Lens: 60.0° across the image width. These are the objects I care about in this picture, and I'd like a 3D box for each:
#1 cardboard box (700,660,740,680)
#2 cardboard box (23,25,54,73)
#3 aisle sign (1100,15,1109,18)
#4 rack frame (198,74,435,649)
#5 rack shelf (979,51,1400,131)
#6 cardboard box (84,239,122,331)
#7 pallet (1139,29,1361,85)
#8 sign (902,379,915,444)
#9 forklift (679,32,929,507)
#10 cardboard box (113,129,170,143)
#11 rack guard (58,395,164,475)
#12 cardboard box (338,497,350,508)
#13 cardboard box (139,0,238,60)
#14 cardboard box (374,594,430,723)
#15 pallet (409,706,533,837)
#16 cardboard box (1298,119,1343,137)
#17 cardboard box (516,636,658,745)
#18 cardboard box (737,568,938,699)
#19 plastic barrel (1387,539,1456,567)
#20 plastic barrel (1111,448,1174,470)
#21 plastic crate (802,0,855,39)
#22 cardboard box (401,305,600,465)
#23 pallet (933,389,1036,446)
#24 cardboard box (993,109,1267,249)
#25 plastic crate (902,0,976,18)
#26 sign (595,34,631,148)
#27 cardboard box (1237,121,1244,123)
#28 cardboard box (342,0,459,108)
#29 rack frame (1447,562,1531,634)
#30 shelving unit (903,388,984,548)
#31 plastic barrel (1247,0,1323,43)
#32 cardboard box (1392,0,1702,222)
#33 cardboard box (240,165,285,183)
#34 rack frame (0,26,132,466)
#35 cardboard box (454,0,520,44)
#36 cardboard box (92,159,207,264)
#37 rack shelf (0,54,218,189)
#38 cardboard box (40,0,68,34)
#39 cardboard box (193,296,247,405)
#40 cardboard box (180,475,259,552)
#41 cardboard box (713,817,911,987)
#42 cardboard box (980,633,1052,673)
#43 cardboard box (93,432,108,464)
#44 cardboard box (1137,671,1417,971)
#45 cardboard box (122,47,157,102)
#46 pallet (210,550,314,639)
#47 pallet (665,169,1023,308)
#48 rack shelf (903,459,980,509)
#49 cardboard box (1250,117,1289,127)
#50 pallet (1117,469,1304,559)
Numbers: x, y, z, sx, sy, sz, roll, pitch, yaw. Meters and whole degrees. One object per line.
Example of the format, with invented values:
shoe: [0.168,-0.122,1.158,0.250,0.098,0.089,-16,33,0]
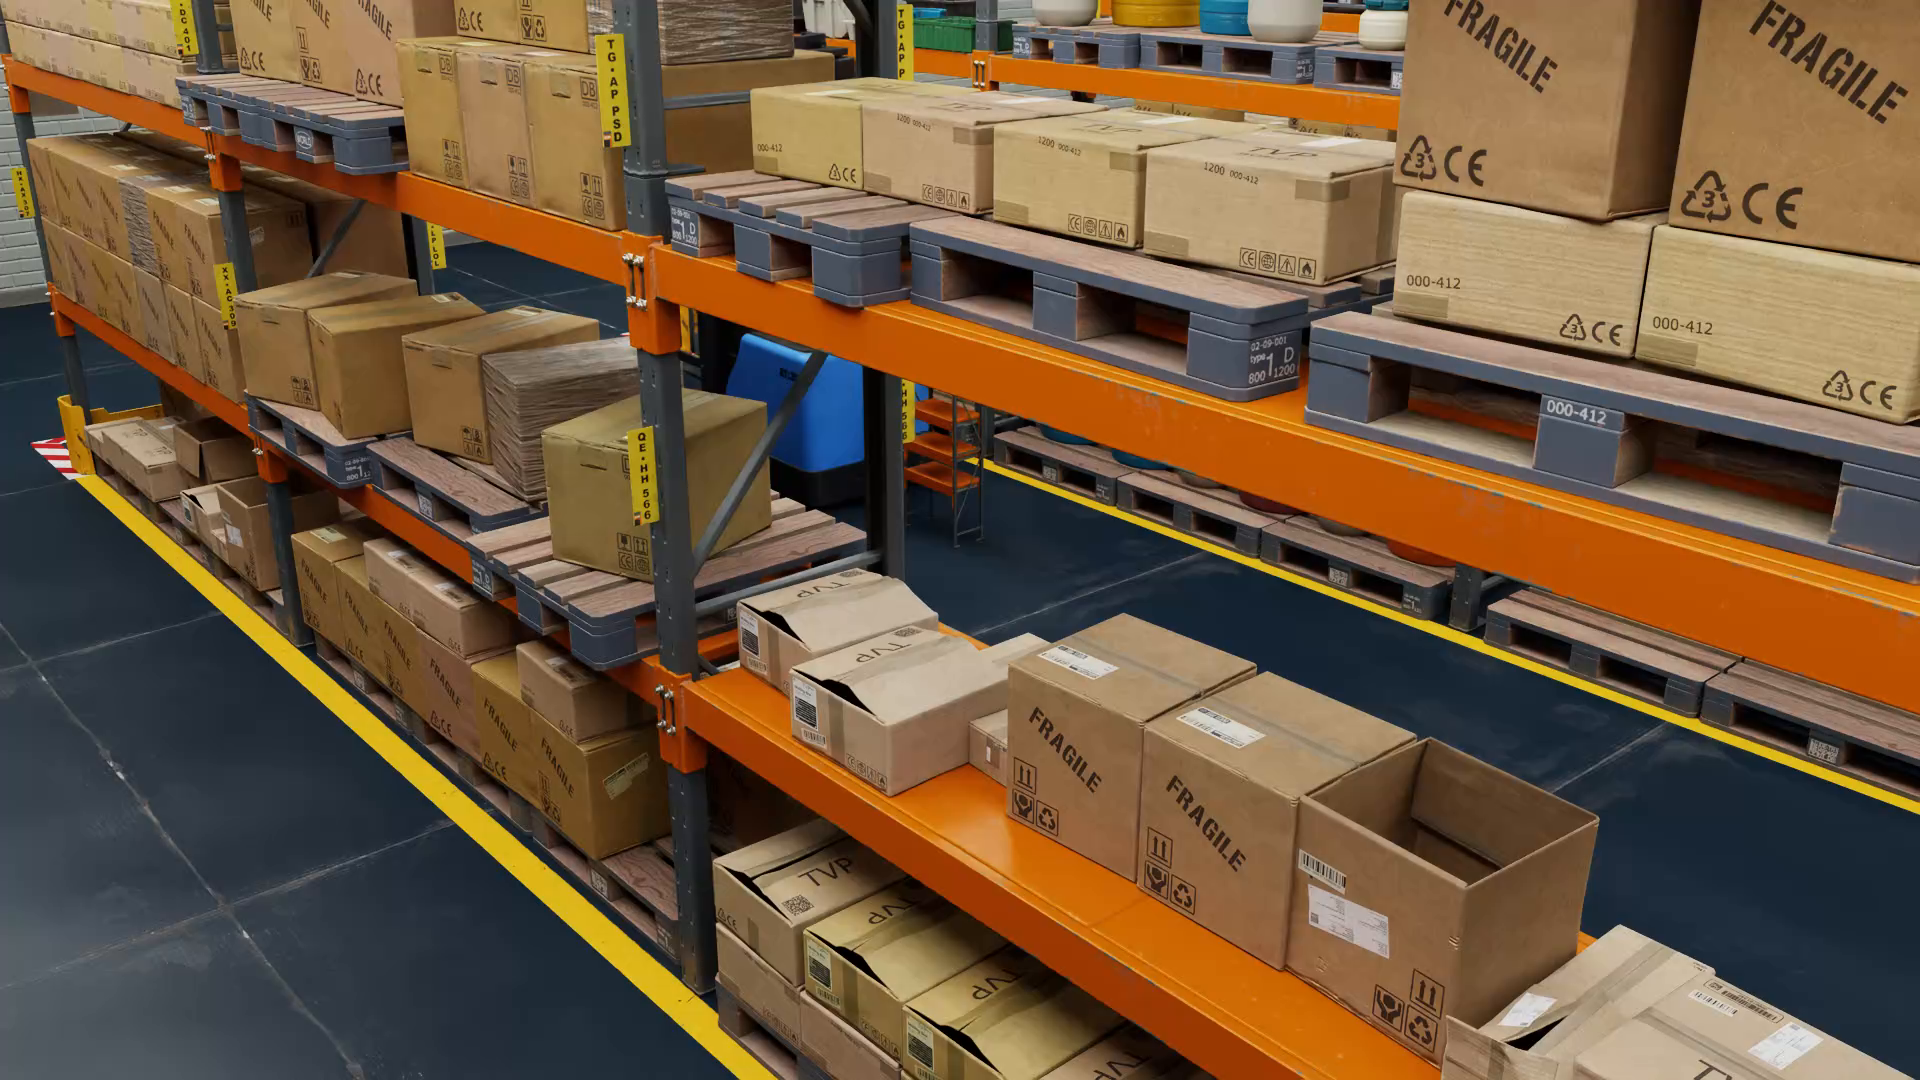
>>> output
cardboard box: [-1.050,0.785,7.190,0.500,0.500,0.500,-19,28,-39]
cardboard box: [-5.386,-3.030,10.200,0.500,0.250,0.500,-17,27,-37]
aisle sign: [1.387,-5.563,17.010,0.394,0.787,0.004,-17,27,-37]
rack frame: [-3.235,-0.942,8.775,1.000,3.000,0.127,-17,27,-37]
rack shelf: [1.826,-2.629,9.957,1.077,0.370,4.000,-17,27,-37]
cardboard box: [-5.090,-1.627,10.389,0.500,0.500,0.500,-18,27,-38]
pallet: [1.848,-2.923,9.979,1.003,0.211,1.213,-17,27,-37]
sign: [-0.205,-0.509,6.082,0.100,0.325,0.005,-17,27,-37]
forklift: [-1.501,-2.046,11.690,1.130,2.935,3.031,-16,27,-36]
cardboard box: [-5.347,-2.501,11.250,0.500,0.500,0.500,-18,28,-38]
rack guard: [-5.796,-0.862,11.999,1.175,0.500,0.348,-17,27,-37]
cardboard box: [-3.917,-0.231,10.243,0.380,0.166,0.250,-17,27,-37]
cardboard box: [-3.758,-2.571,8.342,0.500,0.250,0.500,-17,27,-37]
cardboard box: [-2.427,0.494,7.935,0.500,0.500,0.500,-17,27,-37]
pallet: [-1.875,0.910,7.872,1.003,0.211,1.213,-17,27,-37]
cardboard box: [3.446,-3.920,15.148,0.500,0.500,0.500,-17,27,-37]
cardboard box: [-1.452,0.556,6.747,0.500,0.250,0.500,-16,27,-35]
cardboard box: [-0.419,0.316,5.687,0.500,0.311,0.500,-15,26,-34]
plastic barrel: [2.799,-0.331,9.616,0.600,0.830,0.708,-17,27,-37]
plastic barrel: [1.325,-0.988,11.196,0.600,0.901,0.708,-17,27,-37]
plastic crate: [-0.878,-3.881,12.328,0.437,0.282,0.530,-17,27,-37]
cardboard box: [-2.035,-0.710,7.472,0.500,0.500,0.700,14,25,32]
pallet: [0.011,-1.015,12.787,1.003,0.211,1.213,-17,27,-37]
cardboard box: [0.436,-0.946,4.302,0.500,0.250,0.500,-18,28,-38]
plastic crate: [-0.083,-3.864,12.303,0.497,0.269,0.590,-17,27,-37]
sign: [-1.036,-1.345,4.984,0.100,0.325,0.005,-17,27,-37]
cardboard box: [2.440,-3.994,16.366,0.500,0.250,0.500,-19,28,-39]
cardboard box: [-2.089,-2.102,6.776,0.600,0.600,0.600,-19,28,-39]
rack frame: [3.131,-1.015,8.962,1.000,3.000,0.127,-17,27,-37]
shelving unit: [-0.108,-0.604,10.382,0.258,1.200,0.503,-17,27,-37]
plastic barrel: [1.860,-3.124,9.472,0.433,0.535,0.433,0,21,0]
cardboard box: [1.225,-0.935,3.246,0.500,0.500,0.500,-14,26,-32]
cardboard box: [-4.002,-1.936,9.805,0.500,0.500,0.500,-18,28,-39]
rack frame: [-5.846,-2.047,11.597,1.000,3.000,0.127,-17,27,-37]
cardboard box: [-1.570,-2.149,6.237,0.500,0.500,0.500,-17,27,-37]
cardboard box: [-4.754,-1.951,9.845,0.500,0.500,0.500,-18,28,-38]
rack shelf: [-4.540,-2.556,9.770,1.077,0.370,4.000,-17,27,-37]
cardboard box: [-5.055,-3.126,9.760,0.500,0.250,0.500,-17,27,-37]
cardboard box: [-3.755,-1.065,8.954,0.500,0.500,0.500,-17,27,-37]
cardboard box: [-4.311,-0.192,9.944,0.500,0.311,0.500,-17,27,-37]
cardboard box: [-0.504,1.202,5.728,0.500,0.311,0.500,-16,27,-36]
cardboard box: [0.173,0.463,5.533,0.380,0.149,0.250,-17,27,-37]
cardboard box: [-5.670,-0.666,11.353,0.380,0.166,0.250,-17,27,-37]
cardboard box: [0.827,0.722,4.391,0.500,0.500,0.500,-17,27,-37]
cardboard box: [-4.072,-2.480,8.796,0.500,0.250,0.500,-17,27,-37]
pallet: [-3.682,0.167,9.769,1.003,0.211,1.213,-17,27,-37]
pallet: [-0.113,-0.979,5.017,1.213,0.211,1.003,-16,26,-35]
rack shelf: [-0.108,-0.357,10.479,0.258,0.148,0.480,-17,27,-37]
cardboard box: [3.185,-3.978,16.326,0.500,0.250,0.500,-17,27,-37]
pallet: [1.793,-0.261,10.861,1.003,0.211,1.213,-17,27,-37]
